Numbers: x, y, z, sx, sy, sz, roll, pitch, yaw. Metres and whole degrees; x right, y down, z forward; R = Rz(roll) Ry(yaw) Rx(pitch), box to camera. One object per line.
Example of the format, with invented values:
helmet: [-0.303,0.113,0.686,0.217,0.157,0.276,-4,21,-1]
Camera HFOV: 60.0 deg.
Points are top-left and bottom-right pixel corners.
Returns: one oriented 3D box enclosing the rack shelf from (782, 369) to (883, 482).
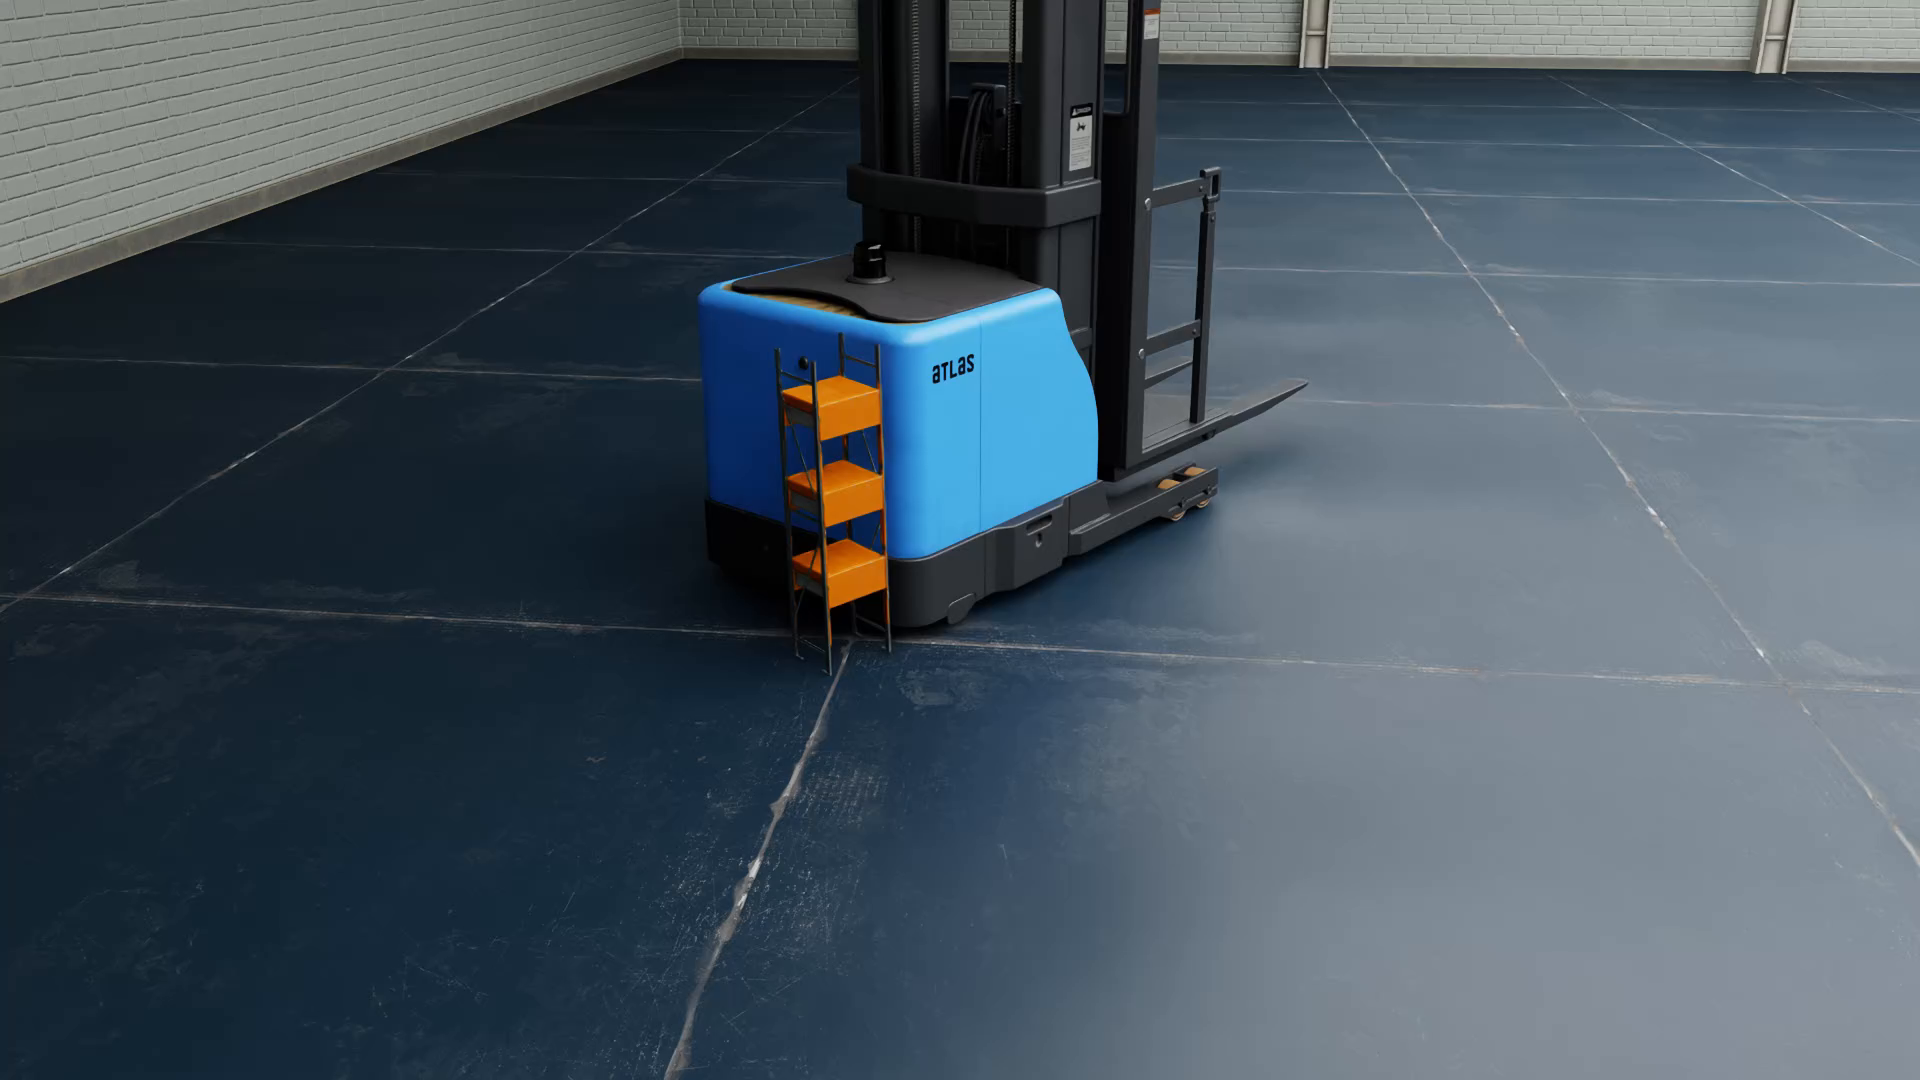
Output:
rack shelf: [-0.400,-0.357,5.158,0.240,0.259,0.215,-20,30,-37]

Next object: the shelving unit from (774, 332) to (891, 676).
shelving unit: [-0.396,-0.107,5.267,0.252,1.050,0.215,-20,30,-37]

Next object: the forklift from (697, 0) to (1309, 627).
forklift: [0.399,-1.542,6.353,1.130,2.935,3.031,17,27,36]

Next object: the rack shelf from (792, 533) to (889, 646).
rack shelf: [-0.392,0.158,5.382,0.240,0.259,0.215,-20,30,-37]

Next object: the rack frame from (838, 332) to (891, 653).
rack frame: [-0.304,-0.140,5.340,0.008,1.050,0.200,-20,30,-37]

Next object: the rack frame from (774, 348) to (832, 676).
rack frame: [-0.488,-0.074,5.194,0.008,1.050,0.200,-20,30,-37]

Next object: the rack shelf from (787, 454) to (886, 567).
rack shelf: [-0.396,-0.097,5.271,0.240,0.259,0.215,-20,30,-37]

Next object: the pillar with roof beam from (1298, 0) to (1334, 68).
pillar with roof beam: [4.370,-9.154,17.355,0.400,9.000,9.100,2,22,6]

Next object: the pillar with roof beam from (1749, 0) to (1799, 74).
pillar with roof beam: [10.328,-8.894,16.698,0.400,9.000,9.100,2,22,6]
